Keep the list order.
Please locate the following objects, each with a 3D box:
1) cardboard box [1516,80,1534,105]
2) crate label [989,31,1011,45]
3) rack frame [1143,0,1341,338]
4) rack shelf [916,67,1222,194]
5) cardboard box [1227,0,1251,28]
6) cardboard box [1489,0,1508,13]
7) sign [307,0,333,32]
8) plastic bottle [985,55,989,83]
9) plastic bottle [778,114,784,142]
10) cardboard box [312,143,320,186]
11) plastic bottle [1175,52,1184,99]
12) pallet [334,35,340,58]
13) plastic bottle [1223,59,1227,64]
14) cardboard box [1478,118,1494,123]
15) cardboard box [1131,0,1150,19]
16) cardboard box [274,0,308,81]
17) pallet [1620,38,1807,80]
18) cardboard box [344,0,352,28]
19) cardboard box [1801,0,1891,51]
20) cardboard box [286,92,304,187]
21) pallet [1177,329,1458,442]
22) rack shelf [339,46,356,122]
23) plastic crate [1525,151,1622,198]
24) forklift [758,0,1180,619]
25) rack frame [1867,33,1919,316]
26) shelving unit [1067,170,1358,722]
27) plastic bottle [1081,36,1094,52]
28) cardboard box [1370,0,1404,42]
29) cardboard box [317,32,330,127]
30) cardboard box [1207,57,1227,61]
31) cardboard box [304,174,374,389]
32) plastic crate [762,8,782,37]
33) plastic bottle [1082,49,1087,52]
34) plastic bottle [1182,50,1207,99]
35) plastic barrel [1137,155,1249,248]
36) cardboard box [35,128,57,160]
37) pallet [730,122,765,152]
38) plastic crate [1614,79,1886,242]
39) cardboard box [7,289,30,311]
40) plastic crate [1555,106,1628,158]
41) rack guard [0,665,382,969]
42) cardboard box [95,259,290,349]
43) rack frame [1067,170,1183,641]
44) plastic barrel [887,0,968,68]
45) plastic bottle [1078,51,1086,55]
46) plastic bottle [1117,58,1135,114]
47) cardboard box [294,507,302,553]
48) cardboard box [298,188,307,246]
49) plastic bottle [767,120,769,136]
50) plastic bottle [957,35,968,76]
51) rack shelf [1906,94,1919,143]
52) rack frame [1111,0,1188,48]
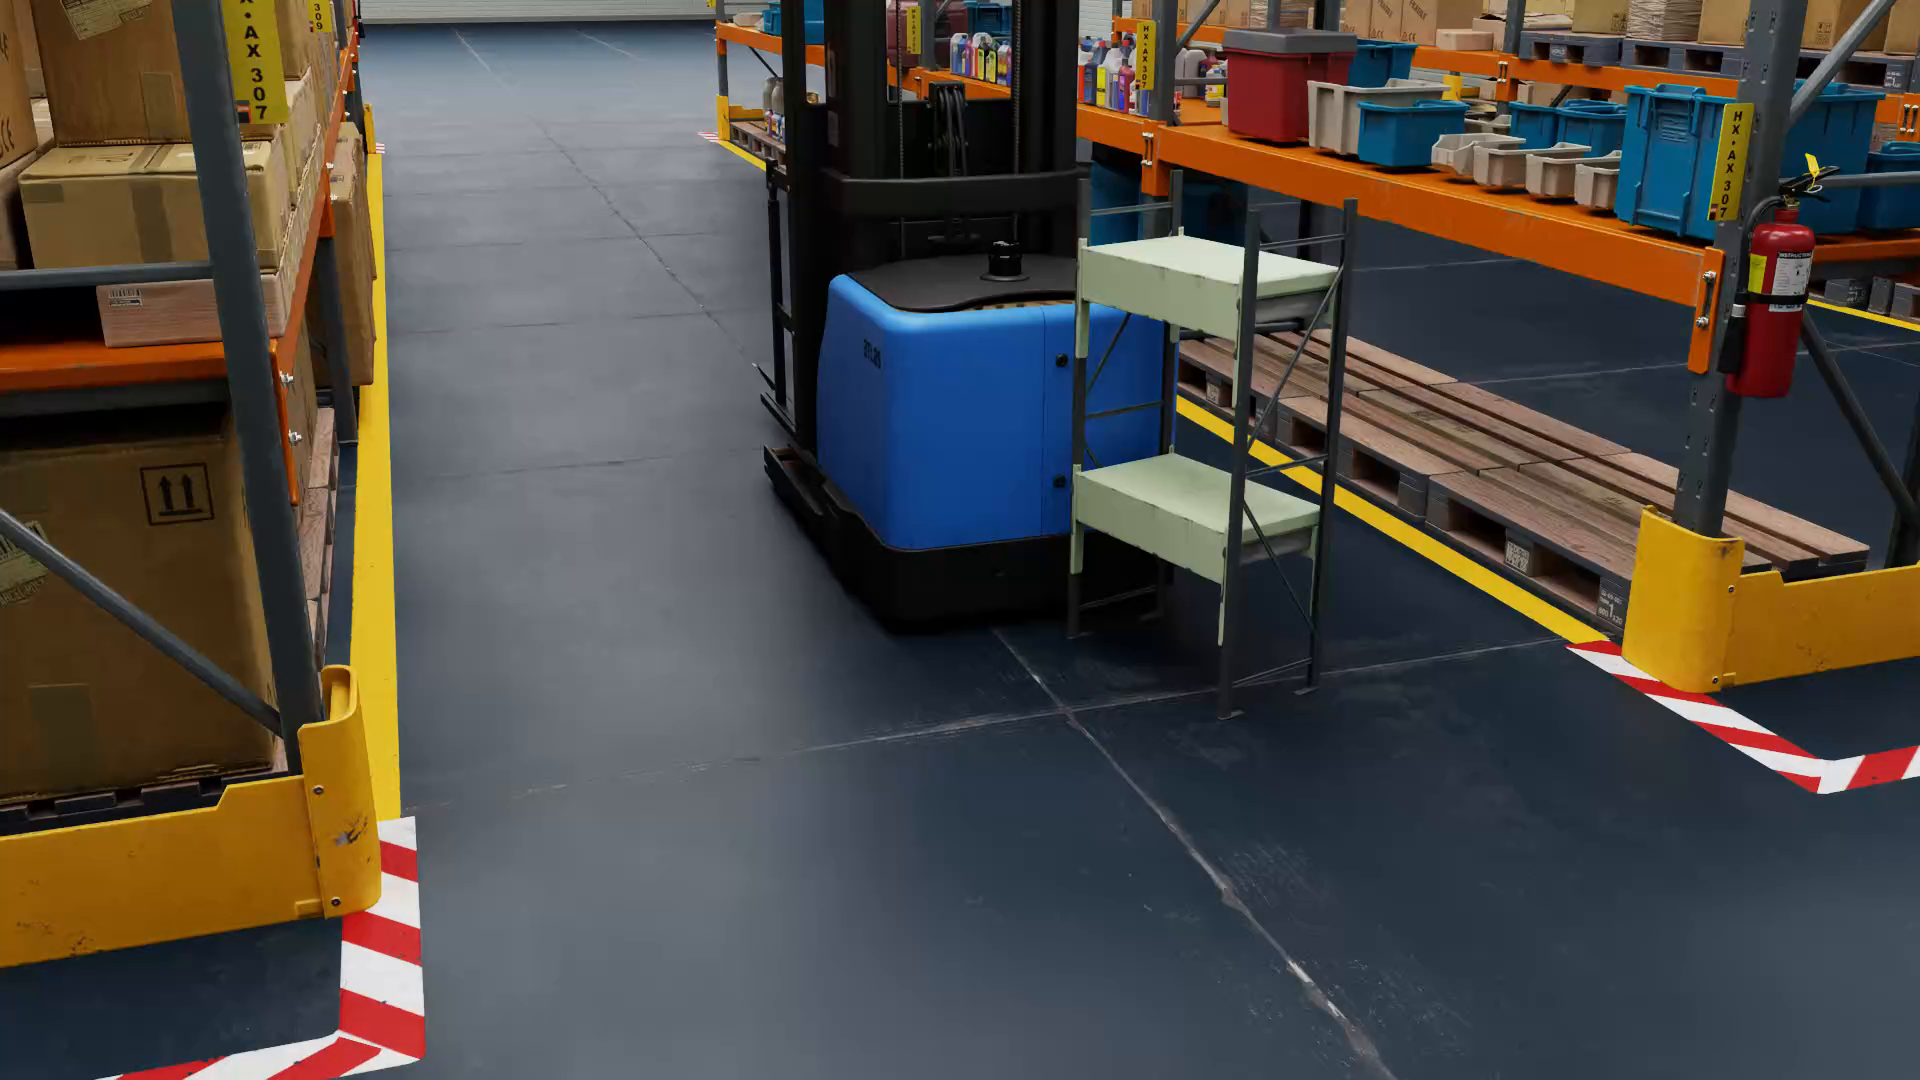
[{"bbox_3d":[7.392,-5.772,21.375,0.500,0.311,0.500,-5,20,-13],"label":"cardboard box"},{"bbox_3d":[0.413,-3.721,12.586,0.303,0.233,0.416,-6,21,-17],"label":"crate label"},{"bbox_3d":[1.447,-2.341,8.497,1.000,3.000,0.127,-6,21,-17],"label":"rack frame"},{"bbox_3d":[0.818,-2.644,10.405,1.077,0.370,4.000,-6,21,-17],"label":"rack shelf"},{"bbox_3d":[3.319,-5.791,17.953,0.700,0.500,0.500,-7,21,-18],"label":"cardboard box"},{"bbox_3d":[7.109,-6.828,21.181,0.500,0.250,0.500,-7,21,-19],"label":"cardboard box"},{"bbox_3d":[-2.728,-2.319,7.037,0.100,0.325,0.005,-6,21,-17],"label":"sign"},{"bbox_3d":[0.217,-3.127,10.978,0.097,0.201,0.097,0,20,0],"label":"plastic bottle"},{"bbox_3d":[-1.848,-4.293,17.316,0.097,0.271,0.097,0,20,0],"label":"plastic bottle"},{"bbox_3d":[-2.606,-1.386,6.209,0.380,0.149,0.250,-6,21,-16],"label":"cardboard box"},{"bbox_3d":[1.228,-2.753,9.826,0.152,0.276,0.135,-6,21,-17],"label":"plastic bottle"},{"bbox_3d":[-5.173,-3.639,12.394,1.003,0.211,1.213,-6,21,-17],"label":"pallet"},{"bbox_3d":[1.538,-2.627,9.483,0.097,0.271,0.097,0,20,0],"label":"plastic bottle"},{"bbox_3d":[4.495,-3.459,14.226,0.500,0.311,0.500,-6,21,-16],"label":"cardboard box"},{"bbox_3d":[2.513,-6.613,20.242,0.700,0.500,0.500,-6,21,-17],"label":"cardboard box"},{"bbox_3d":[-2.703,-1.957,6.099,0.500,0.500,0.500,-6,21,-17],"label":"cardboard box"},{"bbox_3d":[5.509,-3.436,11.829,1.003,0.211,1.213,-6,21,-17],"label":"pallet"},{"bbox_3d":[-5.976,-4.884,14.989,0.875,0.500,0.500,-6,21,-17],"label":"cardboard box"},{"bbox_3d":[5.938,-3.501,10.956,0.700,0.500,0.500,-3,20,-9],"label":"cardboard box"},{"bbox_3d":[-2.385,-1.278,5.319,0.500,0.250,0.500,-7,21,-18],"label":"cardboard box"},{"bbox_3d":[1.715,-0.797,8.323,1.003,0.211,1.213,-6,21,-17],"label":"pallet"},{"bbox_3d":[-5.141,-3.402,12.514,1.077,0.370,4.000,-6,21,-17],"label":"rack shelf"},{"bbox_3d":[2.199,-1.299,5.896,0.396,0.136,0.243,-6,21,-17],"label":"plastic crate"},{"bbox_3d":[-0.195,-1.582,6.485,1.130,2.935,3.031,-6,21,-17],"label":"forklift"},{"bbox_3d":[6.151,-2.866,9.959,1.000,3.000,0.127,-6,21,-17],"label":"rack frame"},{"bbox_3d":[0.730,-0.311,5.063,0.431,1.500,0.755,-13,23,-32],"label":"shelving unit"},{"bbox_3d":[0.875,-3.304,11.368,0.097,0.271,0.097,0,20,0],"label":"plastic bottle"},{"bbox_3d":[4.185,-4.902,15.480,0.500,0.500,0.500,-6,21,-17],"label":"cardboard box"},{"bbox_3d":[-3.478,-2.358,8.396,0.500,0.500,0.500,-7,21,-18],"label":"cardboard box"},{"bbox_3d":[2.976,-5.137,18.619,0.500,0.500,0.500,-6,21,-17],"label":"cardboard box"},{"bbox_3d":[-3.475,-1.216,7.886,1.225,0.875,0.875,-6,21,-17],"label":"cardboard box"},{"bbox_3d":[-1.673,-5.165,16.578,0.499,0.251,0.616,-6,21,-17],"label":"plastic crate"},{"bbox_3d":[0.740,-2.788,9.933,0.097,0.271,0.097,0,20,0],"label":"plastic bottle"},{"bbox_3d":[1.372,-2.769,9.871,0.152,0.276,0.135,-6,21,-17],"label":"plastic bottle"},{"bbox_3d":[1.292,-1.727,9.272,0.600,0.901,0.708,-6,21,-17],"label":"plastic barrel"},{"bbox_3d":[-2.561,-0.891,4.241,0.500,0.250,0.500,-7,21,-18],"label":"cardboard box"},{"bbox_3d":[-2.006,-4.599,18.908,1.003,0.211,1.213,-6,21,-17],"label":"pallet"},{"bbox_3d":[2.422,-1.190,5.151,0.616,0.435,0.499,-6,21,-17],"label":"plastic crate"},{"bbox_3d":[-2.584,-0.657,4.179,0.380,0.149,0.250,-6,21,-17],"label":"cardboard box"},{"bbox_3d":[2.525,-1.544,6.435,0.416,0.233,0.300,-6,21,-17],"label":"plastic crate"},{"bbox_3d":[-1.990,0.653,3.859,1.175,0.500,0.348,-6,21,-17],"label":"rack guard"},{"bbox_3d":[-1.796,-0.562,3.915,0.380,0.149,0.250,-6,21,-17],"label":"cardboard box"},{"bbox_3d":[0.526,-0.413,5.349,0.400,1.500,0.023,-13,23,-32],"label":"rack frame"},{"bbox_3d":[-0.244,-3.805,12.372,0.600,0.536,0.708,-6,21,-17],"label":"plastic barrel"},{"bbox_3d":[0.701,-2.697,9.671,0.152,0.276,0.135,-6,21,-17],"label":"plastic bottle"},{"bbox_3d":[0.900,-2.448,8.966,0.061,0.283,0.133,-6,21,-17],"label":"plastic bottle"},{"bbox_3d":[-2.561,-0.218,5.107,0.875,0.875,0.875,-6,21,-17],"label":"cardboard box"},{"bbox_3d":[-2.202,-0.974,5.063,0.380,0.149,0.250,-7,21,-18],"label":"cardboard box"},{"bbox_3d":[-2.018,-4.434,17.812,0.097,0.201,0.097,0,20,0],"label":"plastic bottle"},{"bbox_3d":[0.029,-3.351,11.498,0.097,0.271,0.097,0,20,0],"label":"plastic bottle"},{"bbox_3d":[6.779,-1.886,8.293,1.077,0.370,4.000,-6,21,-17],"label":"rack shelf"},{"bbox_3d":[2.379,-6.717,20.680,1.000,3.000,0.127,-6,21,-17],"label":"rack frame"}]
